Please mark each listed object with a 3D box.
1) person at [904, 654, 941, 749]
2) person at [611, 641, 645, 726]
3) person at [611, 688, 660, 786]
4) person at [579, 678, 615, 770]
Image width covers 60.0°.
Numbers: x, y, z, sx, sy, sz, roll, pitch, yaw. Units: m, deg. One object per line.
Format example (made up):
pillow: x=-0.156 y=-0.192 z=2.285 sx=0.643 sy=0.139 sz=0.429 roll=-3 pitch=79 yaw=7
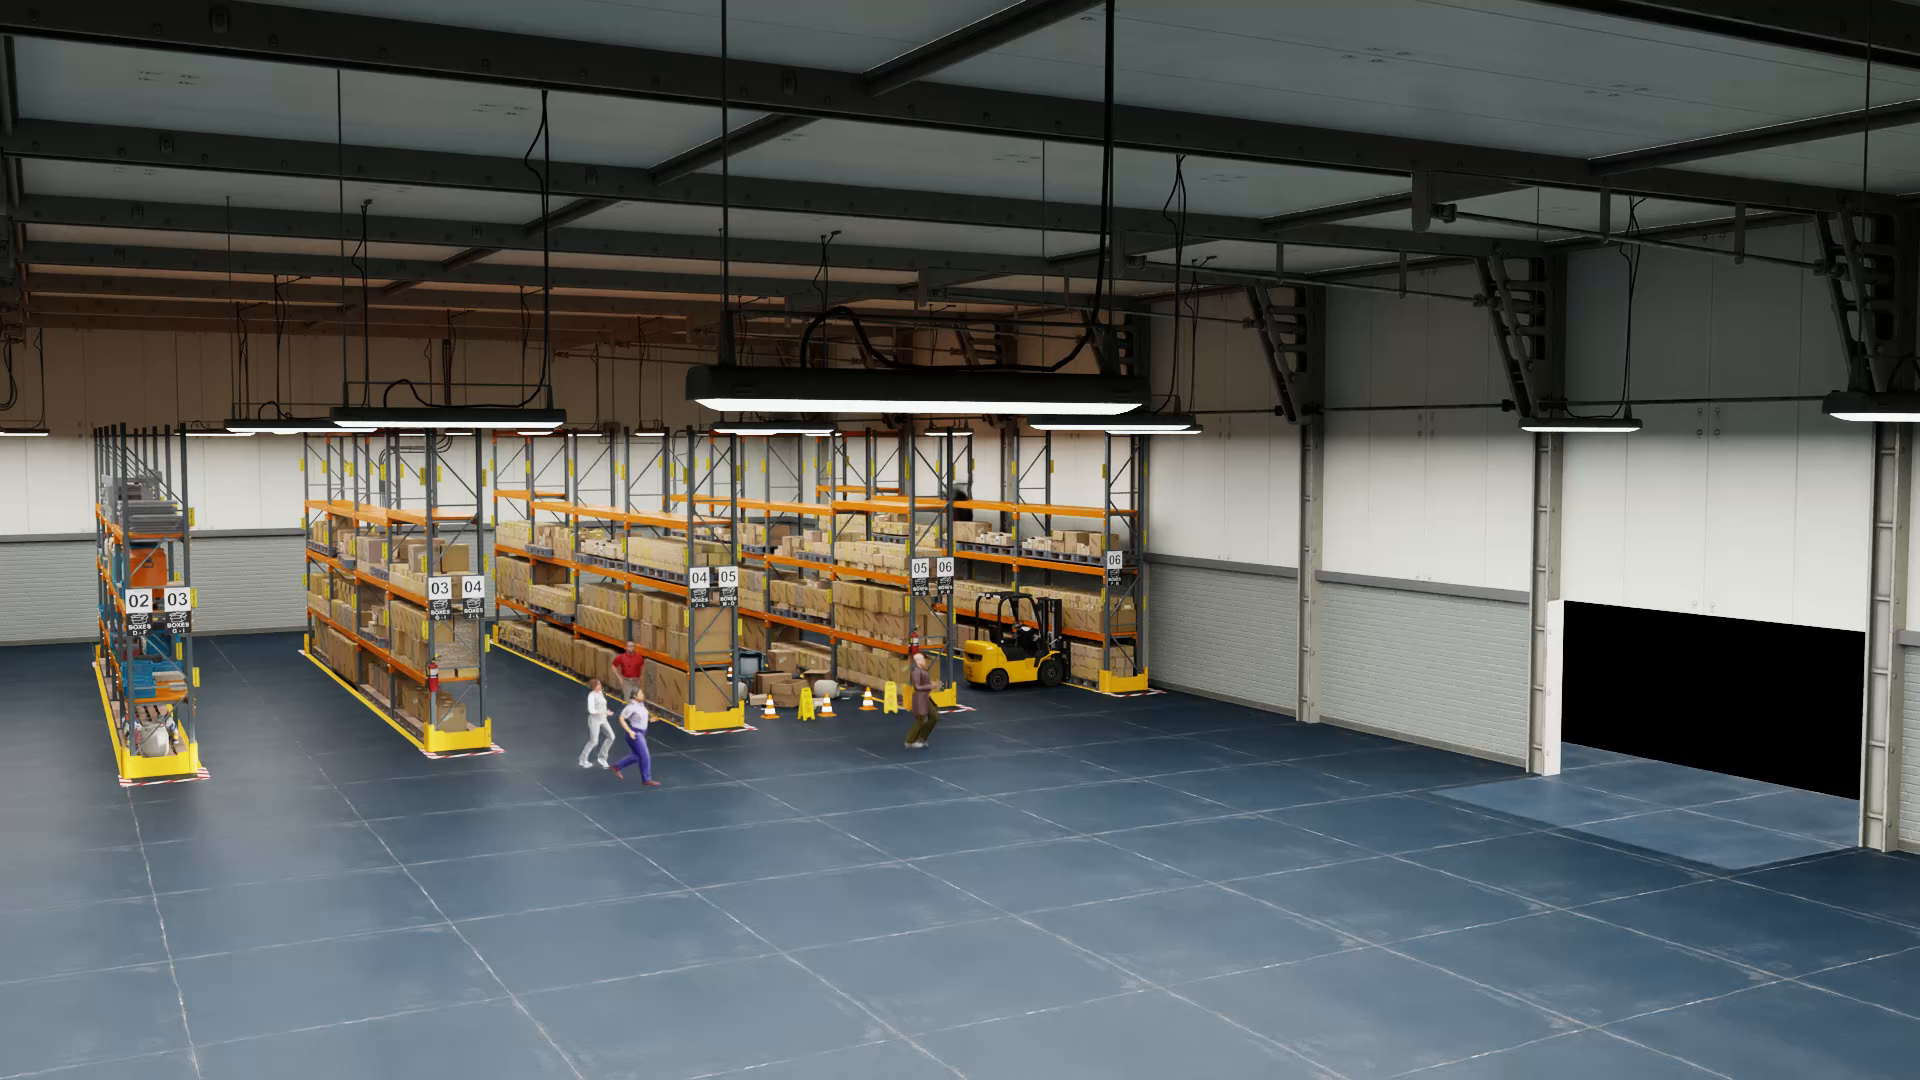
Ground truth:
person: x=-0.674 y=2.989 z=30.674 sx=0.727 sy=1.800 sz=0.688 roll=1 pitch=4 yaw=14
person: x=-6.622 y=2.867 z=33.256 sx=0.669 sy=1.726 sz=0.821 roll=-2 pitch=4 yaw=-31
person: x=-5.360 y=3.237 z=27.403 sx=0.837 sy=1.626 sz=0.610 roll=0 pitch=3 yaw=5
person: x=-6.296 y=3.189 z=28.836 sx=0.665 sy=1.607 sz=0.543 roll=1 pitch=4 yaw=17
